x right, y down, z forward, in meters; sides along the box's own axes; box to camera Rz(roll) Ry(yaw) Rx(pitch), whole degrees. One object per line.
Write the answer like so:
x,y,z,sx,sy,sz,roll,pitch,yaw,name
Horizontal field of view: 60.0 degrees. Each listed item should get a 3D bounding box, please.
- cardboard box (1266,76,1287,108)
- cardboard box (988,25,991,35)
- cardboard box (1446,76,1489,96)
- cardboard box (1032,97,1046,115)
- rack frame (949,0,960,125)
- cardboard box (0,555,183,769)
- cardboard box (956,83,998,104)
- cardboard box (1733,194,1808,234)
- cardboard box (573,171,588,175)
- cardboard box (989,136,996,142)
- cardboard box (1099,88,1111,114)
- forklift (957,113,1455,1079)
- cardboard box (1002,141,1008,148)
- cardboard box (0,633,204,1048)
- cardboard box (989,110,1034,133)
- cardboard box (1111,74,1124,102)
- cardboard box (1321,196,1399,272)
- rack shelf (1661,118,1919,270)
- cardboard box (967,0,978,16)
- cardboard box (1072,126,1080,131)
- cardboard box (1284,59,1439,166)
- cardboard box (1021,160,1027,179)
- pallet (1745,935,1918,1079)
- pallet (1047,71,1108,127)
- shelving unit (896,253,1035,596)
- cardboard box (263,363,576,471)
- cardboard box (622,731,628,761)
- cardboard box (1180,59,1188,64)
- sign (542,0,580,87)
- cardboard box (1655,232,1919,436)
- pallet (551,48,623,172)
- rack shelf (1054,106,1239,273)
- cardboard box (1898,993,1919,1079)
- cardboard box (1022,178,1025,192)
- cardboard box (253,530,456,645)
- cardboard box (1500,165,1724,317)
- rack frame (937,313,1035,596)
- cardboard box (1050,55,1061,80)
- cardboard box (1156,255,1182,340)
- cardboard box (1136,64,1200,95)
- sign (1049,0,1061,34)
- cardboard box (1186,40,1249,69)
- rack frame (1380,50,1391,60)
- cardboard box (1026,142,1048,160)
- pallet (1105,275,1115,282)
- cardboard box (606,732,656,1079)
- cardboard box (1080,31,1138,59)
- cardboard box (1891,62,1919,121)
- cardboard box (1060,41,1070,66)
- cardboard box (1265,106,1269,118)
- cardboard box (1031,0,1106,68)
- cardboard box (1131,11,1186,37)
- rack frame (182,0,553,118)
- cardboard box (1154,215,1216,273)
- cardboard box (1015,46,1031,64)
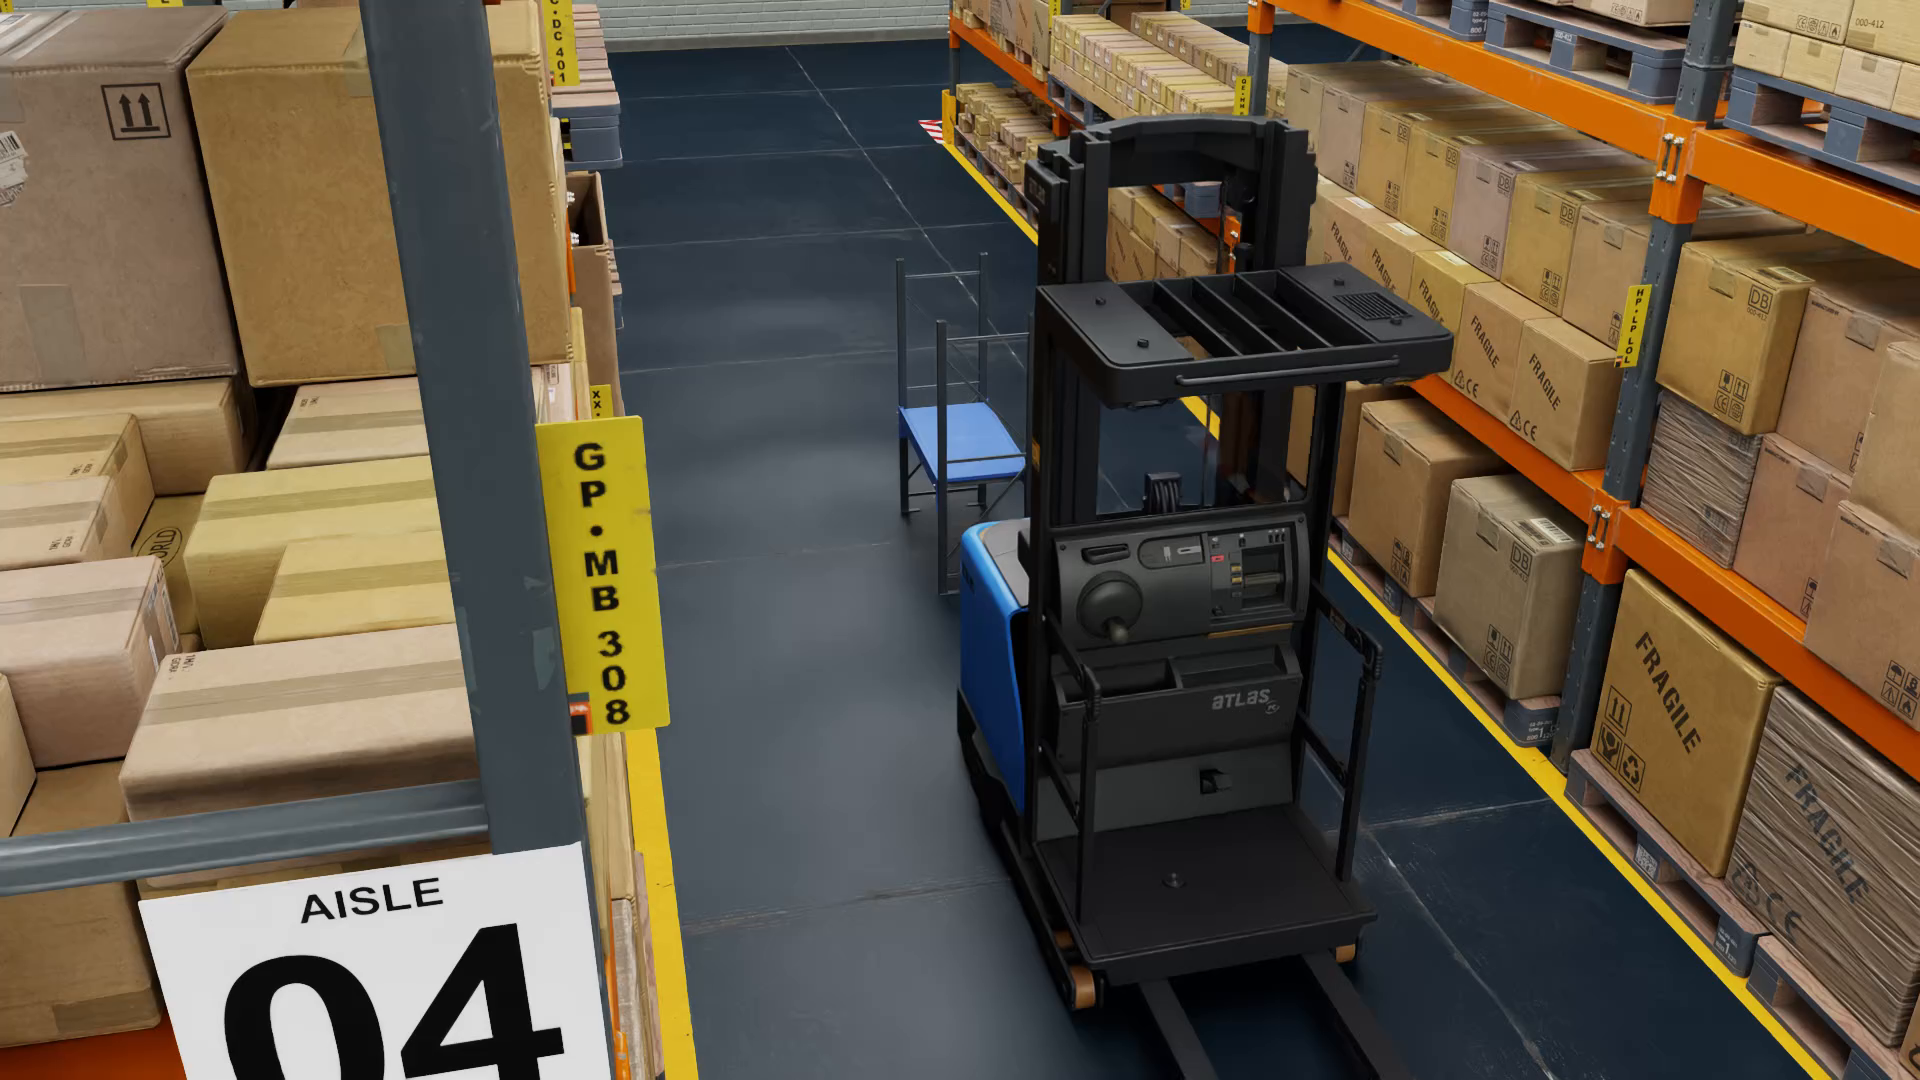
2.162,-2.936,10.891,0.380,0.149,0.250,-6,27,-12,cardboard box
0.478,-4.919,15.945,0.380,0.149,0.250,-6,27,-12,cardboard box
5.649,-4.569,17.351,0.875,0.438,0.875,-5,27,-10,cardboard box
0.934,-4.296,16.469,0.380,0.149,0.250,-7,28,-14,cardboard box
0.389,-5.659,17.133,1.000,3.000,0.127,-6,27,-12,rack frame
-1.172,0.158,2.003,0.380,0.149,0.250,-7,28,-13,cardboard box
0.176,-4.575,17.022,0.380,0.149,0.250,-7,28,-14,cardboard box
6.720,-2.636,13.036,0.875,0.875,0.875,-6,27,-11,cardboard box
-3.401,-2.404,12.575,1.225,0.875,0.875,-6,27,-11,cardboard box
0.498,-3.871,16.287,0.380,0.149,0.250,-6,27,-11,cardboard box
1.230,-3.186,12.046,0.380,0.149,0.250,-6,27,-13,cardboard box
0.841,0.175,5.651,1.130,2.935,3.031,-6,27,-13,forklift
0.611,-3.881,15.977,0.380,0.149,0.250,-5,27,-9,cardboard box
-1.217,0.366,2.033,0.500,0.250,0.500,-5,27,-10,cardboard box
0.492,-3.999,15.882,0.380,0.149,0.250,-6,27,-11,cardboard box
1.285,-3.205,11.753,0.380,0.149,0.250,-6,28,-13,cardboard box
2.260,-1.523,8.827,0.500,0.500,0.500,-6,27,-12,cardboard box
3.544,-0.531,4.442,1.077,0.370,4.000,-6,27,-12,rack shelf
0.366,-5.379,16.137,0.500,0.500,0.500,-6,27,-11,cardboard box
1.246,-3.721,15.330,0.380,0.149,0.250,-5,27,-10,cardboard box
2.283,-2.440,9.534,0.700,0.500,0.500,-6,27,-12,cardboard box
0.759,-3.290,14.807,0.380,0.149,0.250,-7,28,-13,cardboard box
3.467,1.732,5.583,1.003,0.211,1.213,-6,27,-12,pallet
1.321,-3.467,13.003,1.003,0.211,1.213,-6,27,-12,pallet
0.019,-0.632,8.838,0.538,1.500,1.048,-6,27,-12,shelving unit
-0.947,-0.129,3.014,0.500,0.250,0.500,-6,27,-12,cardboard box
-1.217,0.570,5.070,0.380,0.149,0.250,-6,27,-12,cardboard box
1.809,-3.498,12.333,0.380,0.149,0.250,-7,28,-14,cardboard box
-1.235,-1.560,5.109,0.100,0.325,0.005,-6,27,-12,sign
3.143,-0.774,6.091,0.875,0.550,0.550,-6,27,-12,cardboard box
-1.797,-1.469,5.710,1.213,0.211,1.003,-6,27,-12,pallet
1.741,-2.704,12.076,1.077,0.370,4.000,-6,27,-12,rack shelf
3.577,1.449,4.942,0.875,0.875,0.875,-6,27,-12,cardboard box
0.770,-3.187,14.934,0.380,0.149,0.250,-7,28,-13,cardboard box
-0.661,0.106,2.105,0.380,0.149,0.250,-5,27,-10,cardboard box
2.858,-1.325,7.325,0.700,0.500,0.500,-6,27,-12,cardboard box
0.134,-0.409,8.396,0.500,1.500,0.032,-6,27,-12,rack frame
0.931,-3.759,13.180,0.380,0.149,0.250,-7,28,-14,cardboard box
1.675,-1.709,11.615,0.500,0.500,0.500,-5,27,-10,cardboard box
1.409,-3.105,11.226,0.380,0.149,0.250,-6,27,-12,cardboard box
0.763,-4.231,13.343,0.100,0.325,0.005,-6,27,-12,sign
1.864,-3.515,12.038,0.380,0.149,0.250,-7,28,-14,cardboard box
5.189,-6.206,18.216,1.000,3.000,0.127,-6,27,-12,rack frame
0.797,-3.430,14.754,0.380,0.149,0.250,-6,27,-12,cardboard box
1.746,-1.780,12.542,1.003,0.211,1.213,-6,27,-12,pallet
-0.825,0.711,2.961,0.500,0.500,0.500,-6,27,-12,cardboard box
1.109,-3.680,12.364,0.380,0.149,0.250,-6,27,-12,cardboard box
3.015,-1.322,4.914,0.380,0.149,0.250,-6,27,-12,cardboard box
0.991,-3.778,12.888,0.380,0.149,0.250,-6,27,-13,cardboard box
2.152,-2.823,10.997,0.380,0.149,0.250,-7,28,-13,cardboard box
0.906,-4.264,13.928,0.500,0.500,0.500,-6,27,-12,cardboard box
1.571,-4.087,13.172,0.380,0.149,0.250,-5,27,-9,cardboard box
-1.762,-2.610,4.434,1.000,3.000,0.127,-6,27,-12,rack frame
1.658,-2.047,11.453,0.500,0.250,0.500,-6,27,-11,cardboard box
0.707,-4.350,14.817,0.380,0.149,0.250,-7,28,-14,cardboard box
